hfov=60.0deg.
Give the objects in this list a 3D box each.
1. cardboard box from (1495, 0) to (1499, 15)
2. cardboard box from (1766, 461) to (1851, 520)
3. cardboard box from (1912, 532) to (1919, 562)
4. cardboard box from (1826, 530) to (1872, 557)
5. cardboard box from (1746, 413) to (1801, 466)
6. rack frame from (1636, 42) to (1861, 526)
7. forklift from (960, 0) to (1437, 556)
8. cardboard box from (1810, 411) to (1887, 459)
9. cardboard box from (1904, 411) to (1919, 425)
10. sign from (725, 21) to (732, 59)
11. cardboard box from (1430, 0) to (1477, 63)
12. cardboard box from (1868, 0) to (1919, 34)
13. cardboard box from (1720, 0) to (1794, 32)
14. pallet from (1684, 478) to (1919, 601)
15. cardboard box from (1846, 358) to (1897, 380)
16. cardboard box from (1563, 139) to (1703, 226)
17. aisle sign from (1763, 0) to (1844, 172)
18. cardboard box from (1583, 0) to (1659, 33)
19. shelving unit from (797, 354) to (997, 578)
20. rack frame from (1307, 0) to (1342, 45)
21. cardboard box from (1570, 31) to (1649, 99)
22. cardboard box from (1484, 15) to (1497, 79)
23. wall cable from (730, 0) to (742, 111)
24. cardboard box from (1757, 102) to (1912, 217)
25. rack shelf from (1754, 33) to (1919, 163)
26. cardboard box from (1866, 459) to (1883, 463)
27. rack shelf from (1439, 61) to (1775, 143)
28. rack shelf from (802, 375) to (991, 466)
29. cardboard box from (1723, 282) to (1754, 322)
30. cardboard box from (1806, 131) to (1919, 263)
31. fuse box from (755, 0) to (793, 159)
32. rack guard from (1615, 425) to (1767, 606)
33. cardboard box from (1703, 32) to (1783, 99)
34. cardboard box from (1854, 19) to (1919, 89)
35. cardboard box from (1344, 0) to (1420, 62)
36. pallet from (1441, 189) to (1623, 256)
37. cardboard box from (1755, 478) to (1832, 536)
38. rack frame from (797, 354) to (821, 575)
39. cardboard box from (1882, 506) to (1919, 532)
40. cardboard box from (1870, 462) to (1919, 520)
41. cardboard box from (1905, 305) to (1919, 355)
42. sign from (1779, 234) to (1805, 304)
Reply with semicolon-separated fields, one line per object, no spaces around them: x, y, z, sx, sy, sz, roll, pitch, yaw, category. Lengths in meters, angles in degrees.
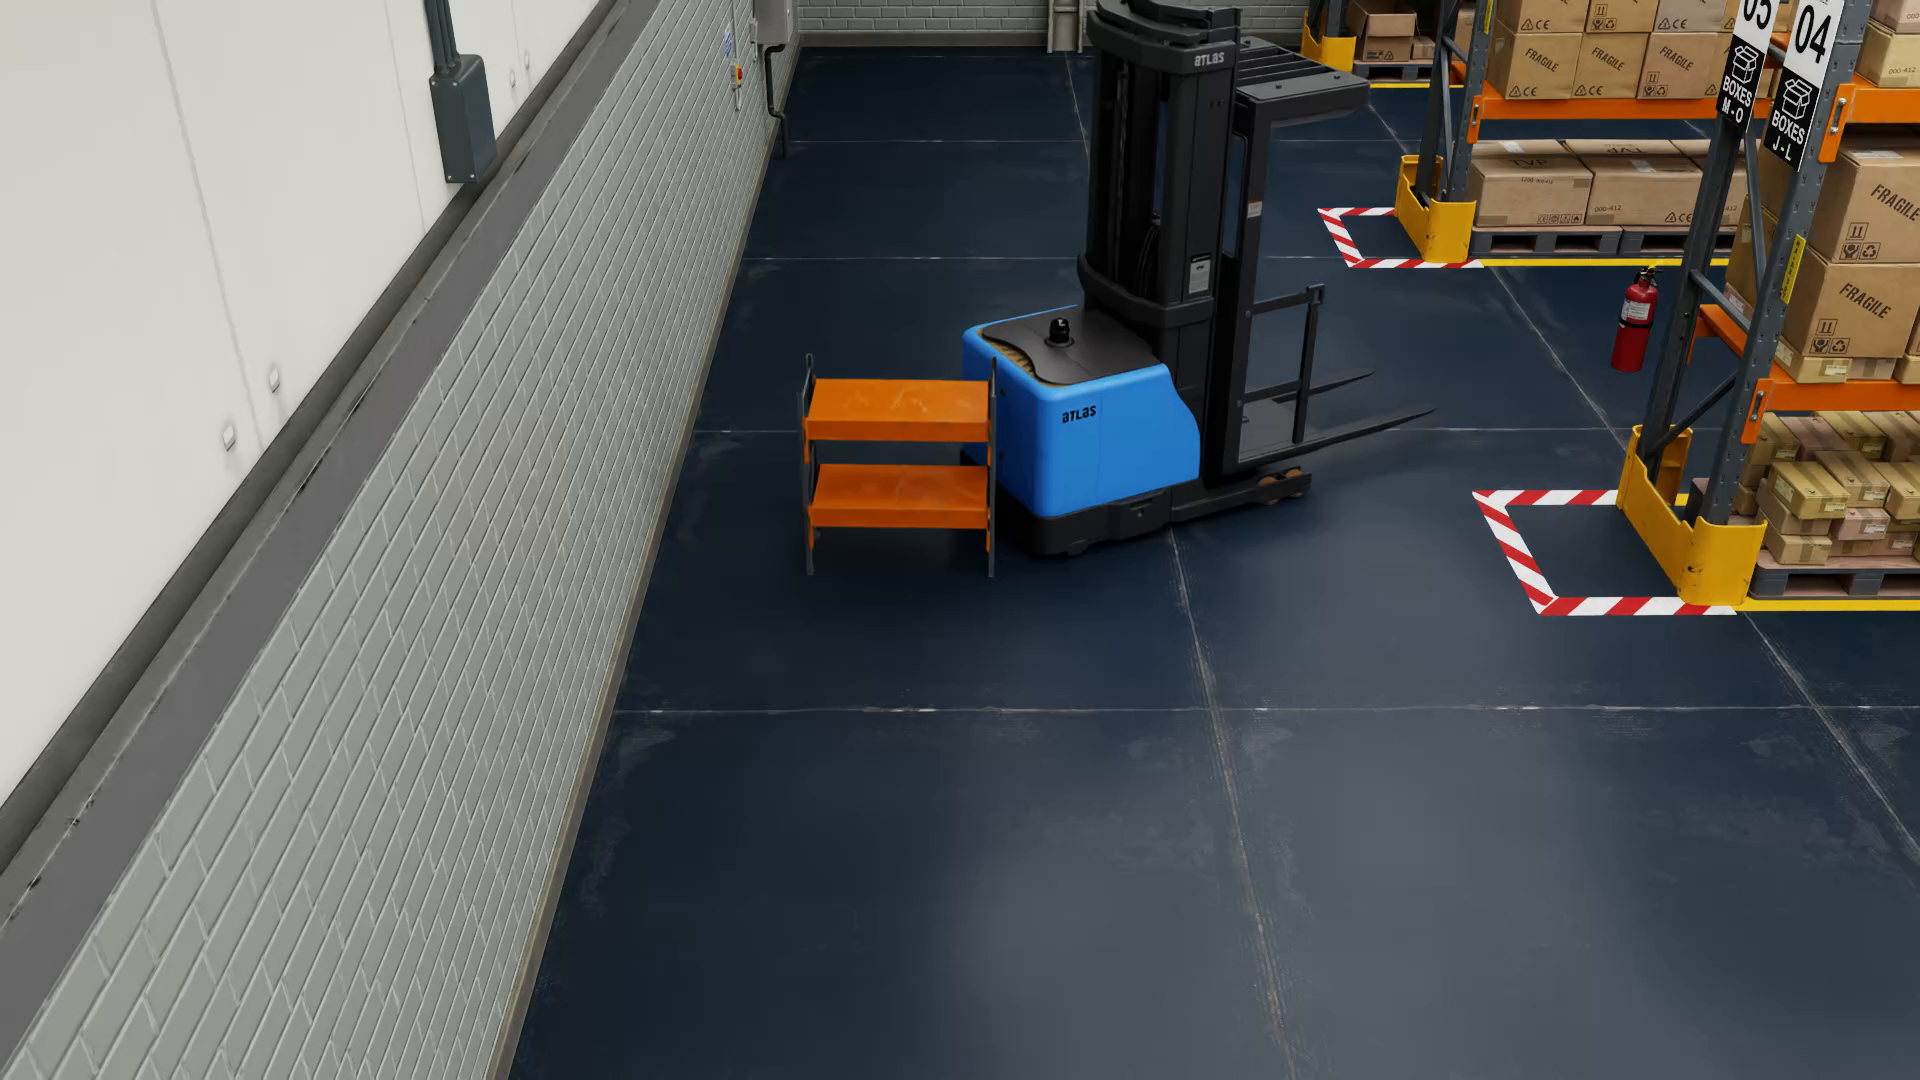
4.390;-4.391;12.924;0.500;0.500;0.500;1;31;1;cardboard box
4.567;-0.269;8.960;0.250;0.149;0.380;-2;31;-3;cardboard box
5.332;-0.016;9.118;0.250;0.149;0.380;0;31;0;cardboard box
4.828;-0.068;9.203;0.250;0.149;0.380;0;31;0;cardboard box
4.568;-0.577;9.468;0.250;0.149;0.380;0;31;0;cardboard box
4.041;-1.228;8.772;0.127;3.000;1.000;0;31;0;rack frame
1.545;-1.691;9.601;3.031;2.935;1.130;-15;34;-23;forklift
5.078;-0.614;9.530;0.250;0.149;0.380;-1;31;-1;cardboard box
5.606;-0.612;9.526;0.250;0.149;0.380;1;31;2;cardboard box
-1.790;-3.856;12.843;0.001;0.218;0.327;0;31;0;sign
5.343;-5.416;17.680;0.500;0.500;0.700;1;31;2;cardboard box
4.491;-2.527;7.683;0.500;0.250;0.500;0;31;0;cardboard box
5.922;-4.133;12.498;0.500;0.500;0.500;0;31;0;cardboard box
4.929;-0.021;9.470;1.213;0.211;1.003;0;31;0;pallet
4.621;-0.974;8.595;0.250;0.149;0.380;1;31;1;cardboard box
5.484;-2.941;13.660;0.875;0.438;0.875;1;31;1;cardboard box
3.969;-2.184;7.841;0.004;0.787;0.394;0;31;0;aisle sign
4.908;-4.125;12.486;0.500;0.500;0.500;-1;31;-2;cardboard box
-0.328;-0.406;9.223;1.048;1.125;0.538;1;31;1;shelving unit
3.876;-6.370;17.247;0.127;3.000;1.000;0;31;0;rack frame
4.897;-3.707;12.761;0.500;0.500;0.500;-1;31;-1;cardboard box
4.390;-3.977;13.206;0.500;0.500;0.500;0;31;0;cardboard box
-1.729;-4.214;12.683;0.123;1.953;0.585;0;31;0;wall cable
4.497;-1.956;8.625;0.500;0.500;0.500;-1;31;-1;cardboard box
6.041;-2.209;8.191;4.000;0.370;1.077;0;31;0;rack shelf
5.086;-0.468;9.576;0.250;0.149;0.380;-1;31;-2;cardboard box
5.910;-3.494;13.200;4.000;0.370;1.077;0;31;0;rack shelf
-0.328;-0.656;9.071;1.000;0.278;0.538;1;31;1;rack shelf
4.365;-1.269;9.080;0.250;0.149;0.380;0;31;0;cardboard box
4.491;-1.689;8.185;0.500;0.500;0.500;0;31;-1;cardboard box
-1.596;-4.305;15.085;0.414;1.711;0.539;0;31;0;fuse box
4.117;-0.160;9.421;0.348;0.500;1.175;0;31;0;rack guard
5.907;-3.710;12.765;0.500;0.500;0.500;1;31;1;cardboard box
4.491;-2.315;7.817;0.500;0.250;0.500;1;31;1;cardboard box
4.488;-5.435;17.708;0.637;0.503;0.797;-1;31;-2;cardboard box
4.709;-2.647;13.798;1.213;0.211;1.003;0;31;0;pallet
4.566;-0.185;9.109;0.250;0.149;0.380;1;31;2;cardboard box
-0.836;-0.413;9.235;0.032;1.125;0.500;1;31;1;rack frame
5.084;-0.203;9.139;0.250;0.149;0.380;0;31;0;cardboard box
5.094;-0.266;8.956;0.250;0.149;0.380;0;31;0;cardboard box
5.026;-1.271;8.459;0.500;0.500;0.500;0;31;0;cardboard box
4.044;-1.317;8.083;0.005;0.325;0.100;0;31;0;sign
